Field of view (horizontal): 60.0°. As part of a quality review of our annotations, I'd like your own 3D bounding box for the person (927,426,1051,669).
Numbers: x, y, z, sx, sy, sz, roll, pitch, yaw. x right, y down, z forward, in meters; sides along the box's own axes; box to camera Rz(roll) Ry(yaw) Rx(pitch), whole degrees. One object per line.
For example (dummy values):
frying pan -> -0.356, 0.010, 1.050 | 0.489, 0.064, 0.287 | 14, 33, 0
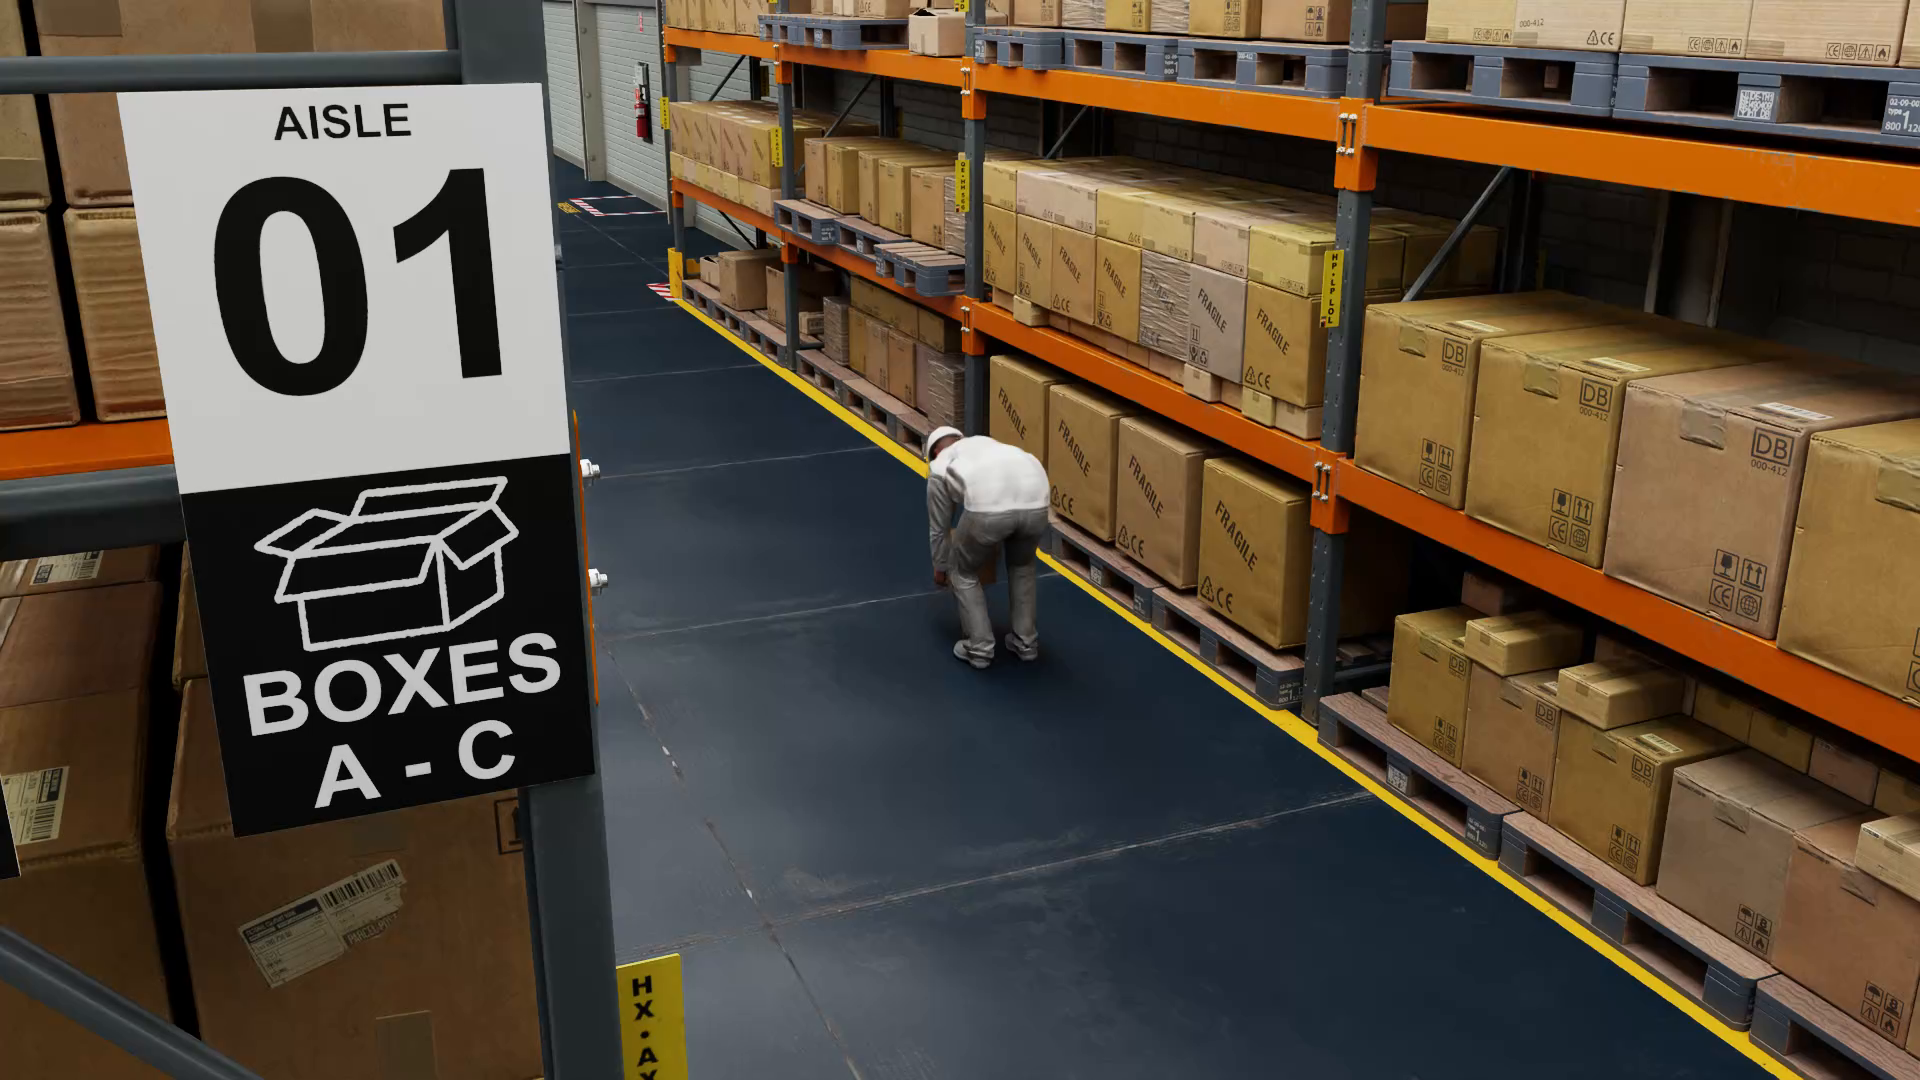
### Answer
person -> 0.094, 0.001, 8.551 | 0.473, 1.112, 1.011 | -8, 20, -23
